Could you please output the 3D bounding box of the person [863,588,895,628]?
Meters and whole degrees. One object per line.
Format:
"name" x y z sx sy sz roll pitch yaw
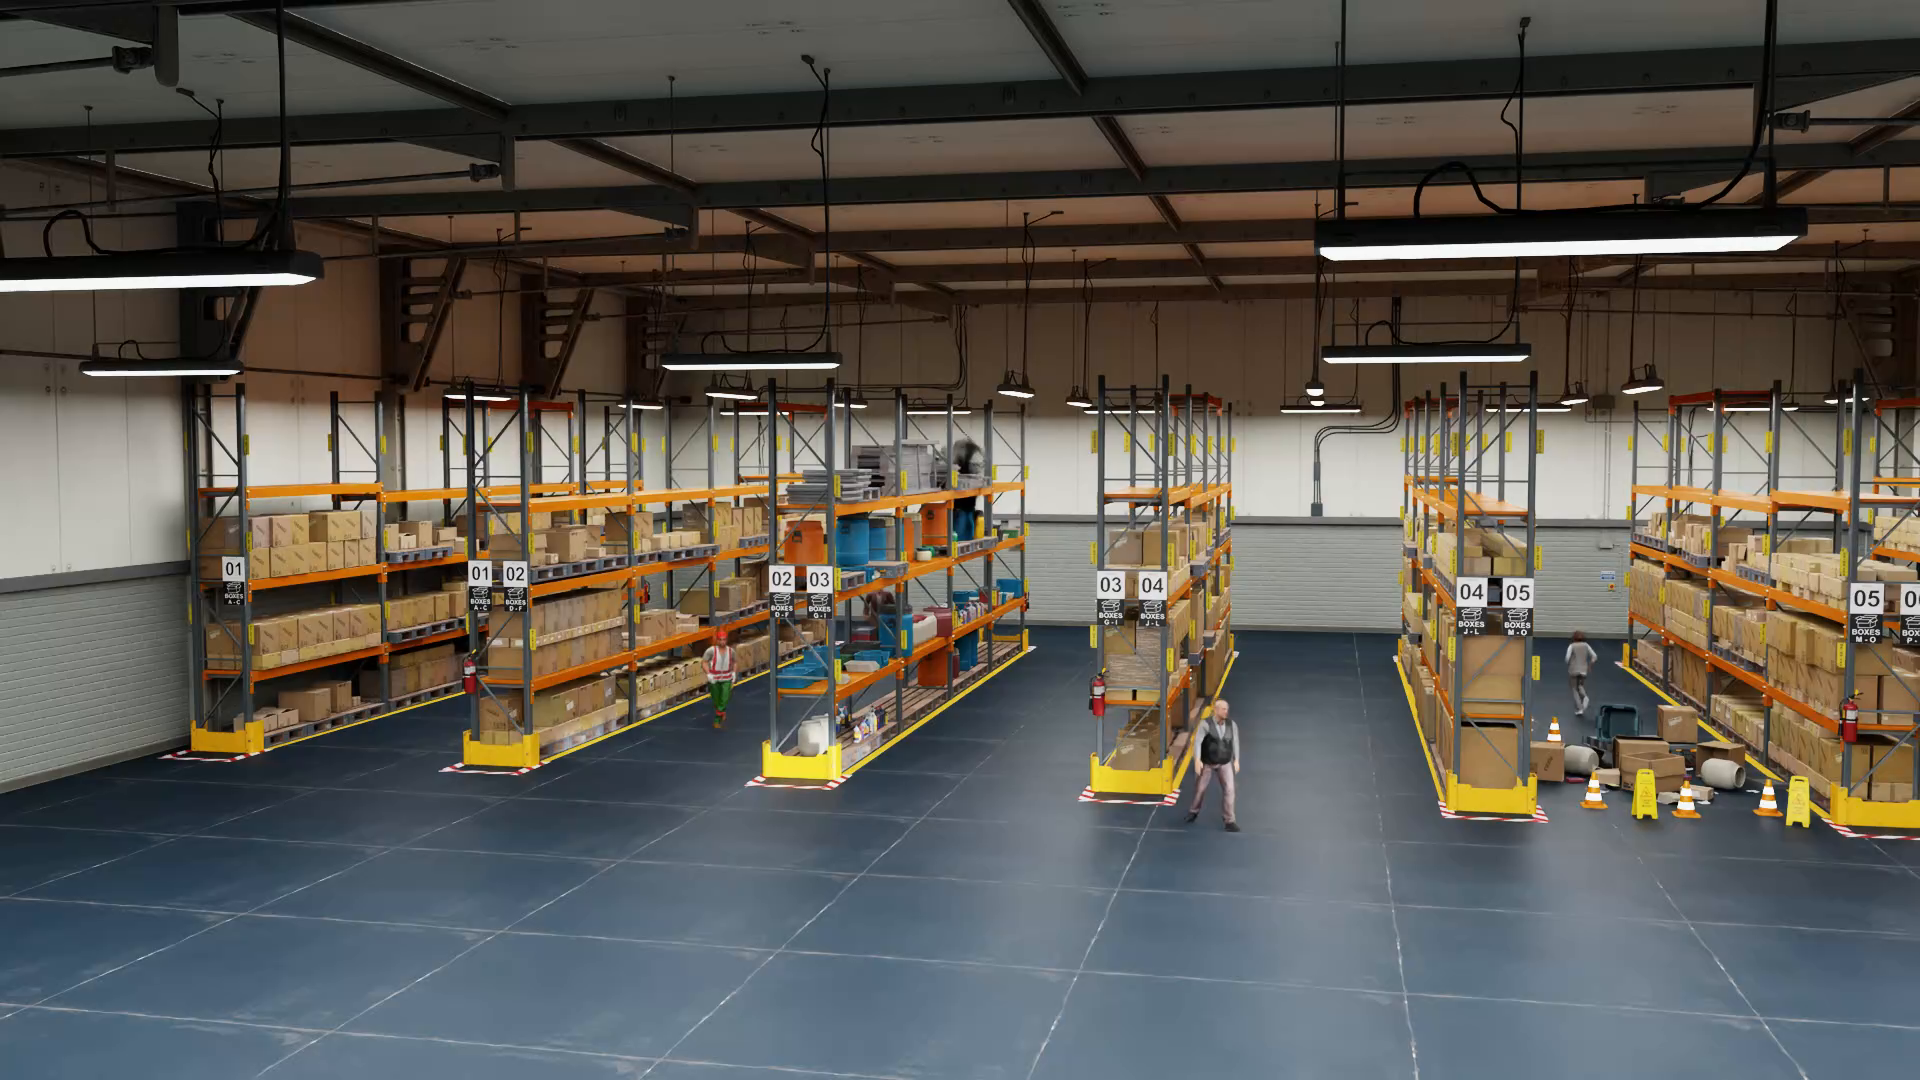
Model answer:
"person" -1.785 1.806 36.768 0.716 1.630 0.709 0 3 -1

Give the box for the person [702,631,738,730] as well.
"person" -4.248 2.463 29.411 0.649 1.733 0.626 -1 3 -15

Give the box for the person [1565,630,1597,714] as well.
"person" 11.527 2.456 30.989 0.544 1.566 0.530 0 3 0

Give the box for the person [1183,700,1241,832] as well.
"person" 3.341 2.918 21.769 0.680 1.678 0.881 -1 3 -11
